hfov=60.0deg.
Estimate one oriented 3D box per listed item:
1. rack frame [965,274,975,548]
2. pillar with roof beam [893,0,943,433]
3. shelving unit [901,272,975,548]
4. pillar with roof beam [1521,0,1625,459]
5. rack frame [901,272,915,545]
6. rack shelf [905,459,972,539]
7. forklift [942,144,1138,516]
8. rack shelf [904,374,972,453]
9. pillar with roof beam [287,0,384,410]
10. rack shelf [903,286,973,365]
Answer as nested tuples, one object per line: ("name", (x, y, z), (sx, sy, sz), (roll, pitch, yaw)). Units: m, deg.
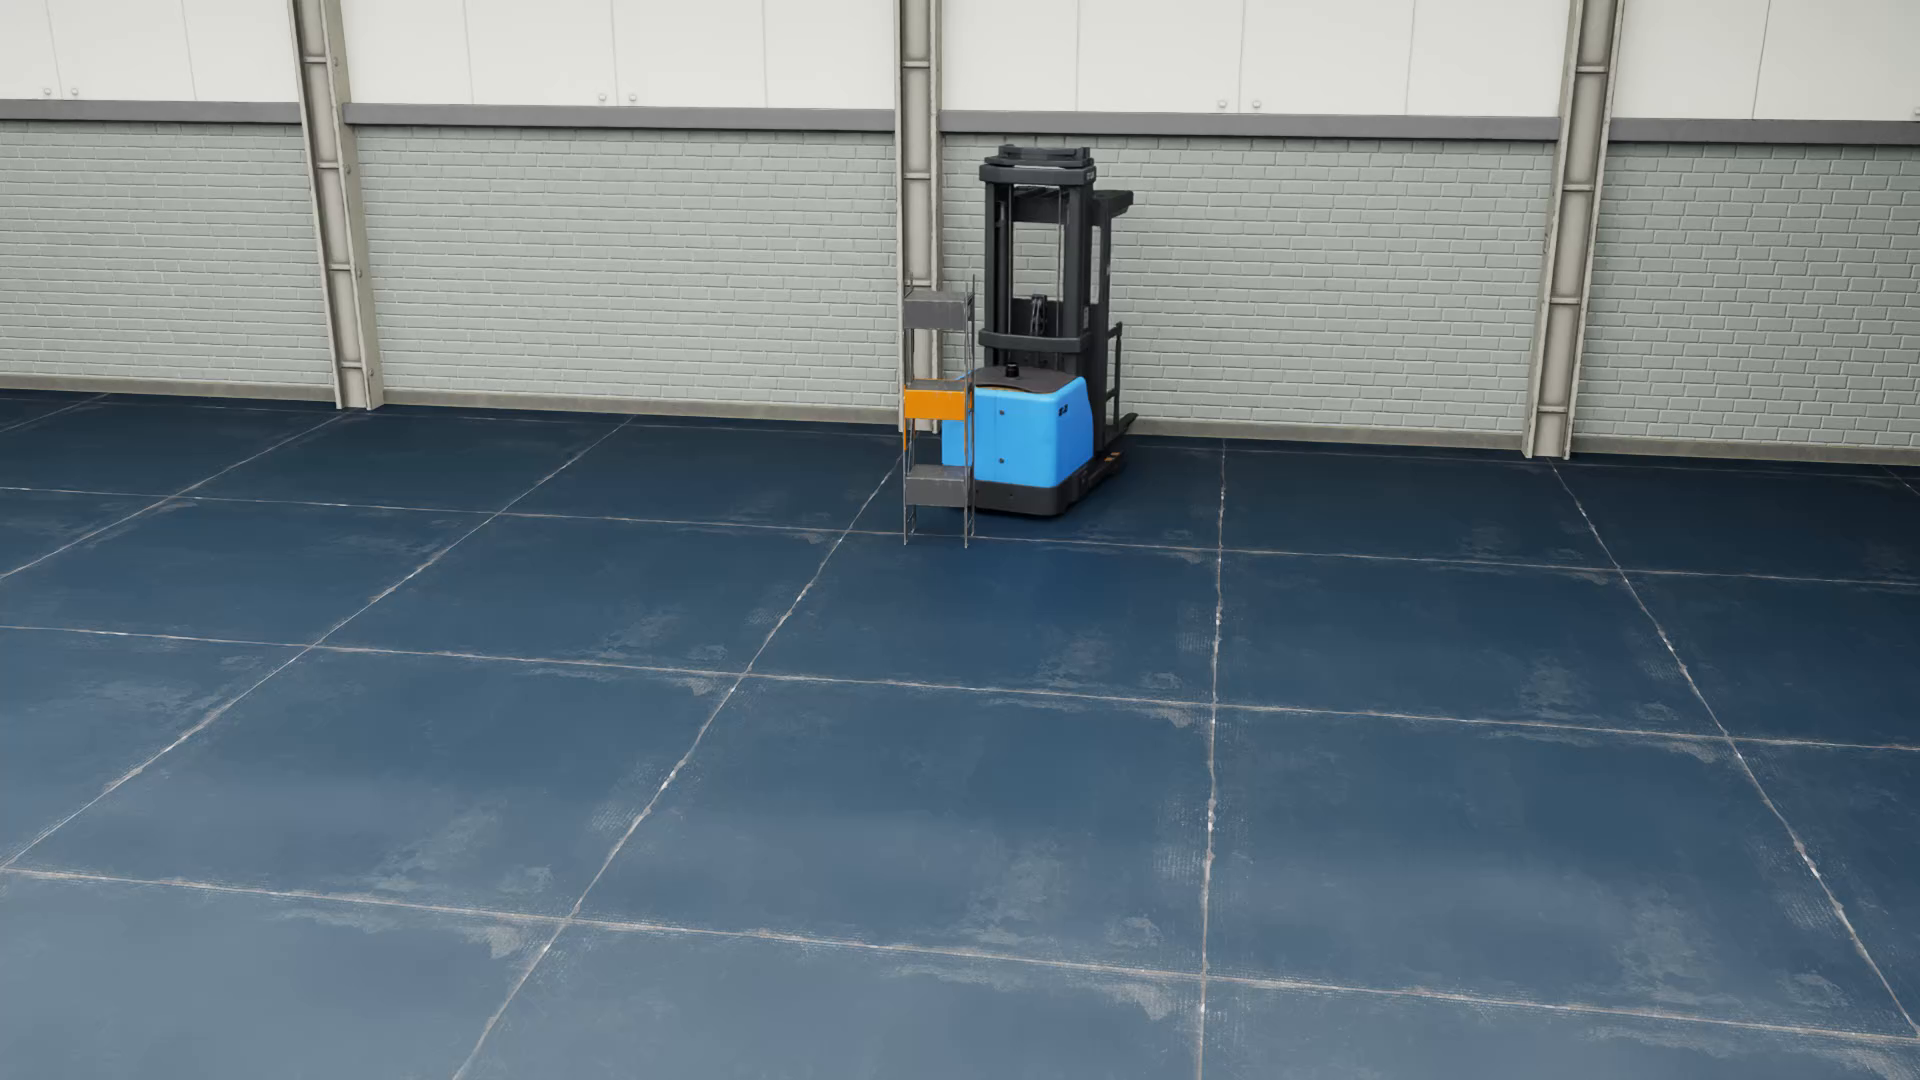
("rack frame", (0.077, -0.992, 12.958), (0.015, 2.100, 0.400), (3, 19, 9))
("pillar with roof beam", (-1.073, -4.033, 11.173), (0.400, 9.000, 9.100), (3, 19, 9))
("shelving unit", (-0.163, -1.004, 12.995), (0.503, 2.100, 0.431), (3, 19, 9))
("pillar with roof beam", (4.851, -3.731, 10.271), (0.400, 9.000, 9.100), (3, 19, 9))
("rack frame", (-0.404, -1.016, 13.032), (0.015, 2.100, 0.400), (3, 19, 9))
("rack shelf", (-0.163, -0.327, 13.221), (0.480, 0.518, 0.431), (3, 19, 9))
("forklift", (0.859, -2.017, 14.713), (1.130, 2.935, 3.031), (7, 20, 21))
("rack shelf", (-0.163, -0.991, 12.999), (0.480, 0.518, 0.431), (3, 19, 9))
("pillar with roof beam", (-6.997, -4.334, 12.076), (0.400, 9.000, 9.100), (3, 19, 9))
("rack shelf", (-0.163, -1.655, 12.777), (0.480, 0.518, 0.431), (3, 19, 9))
